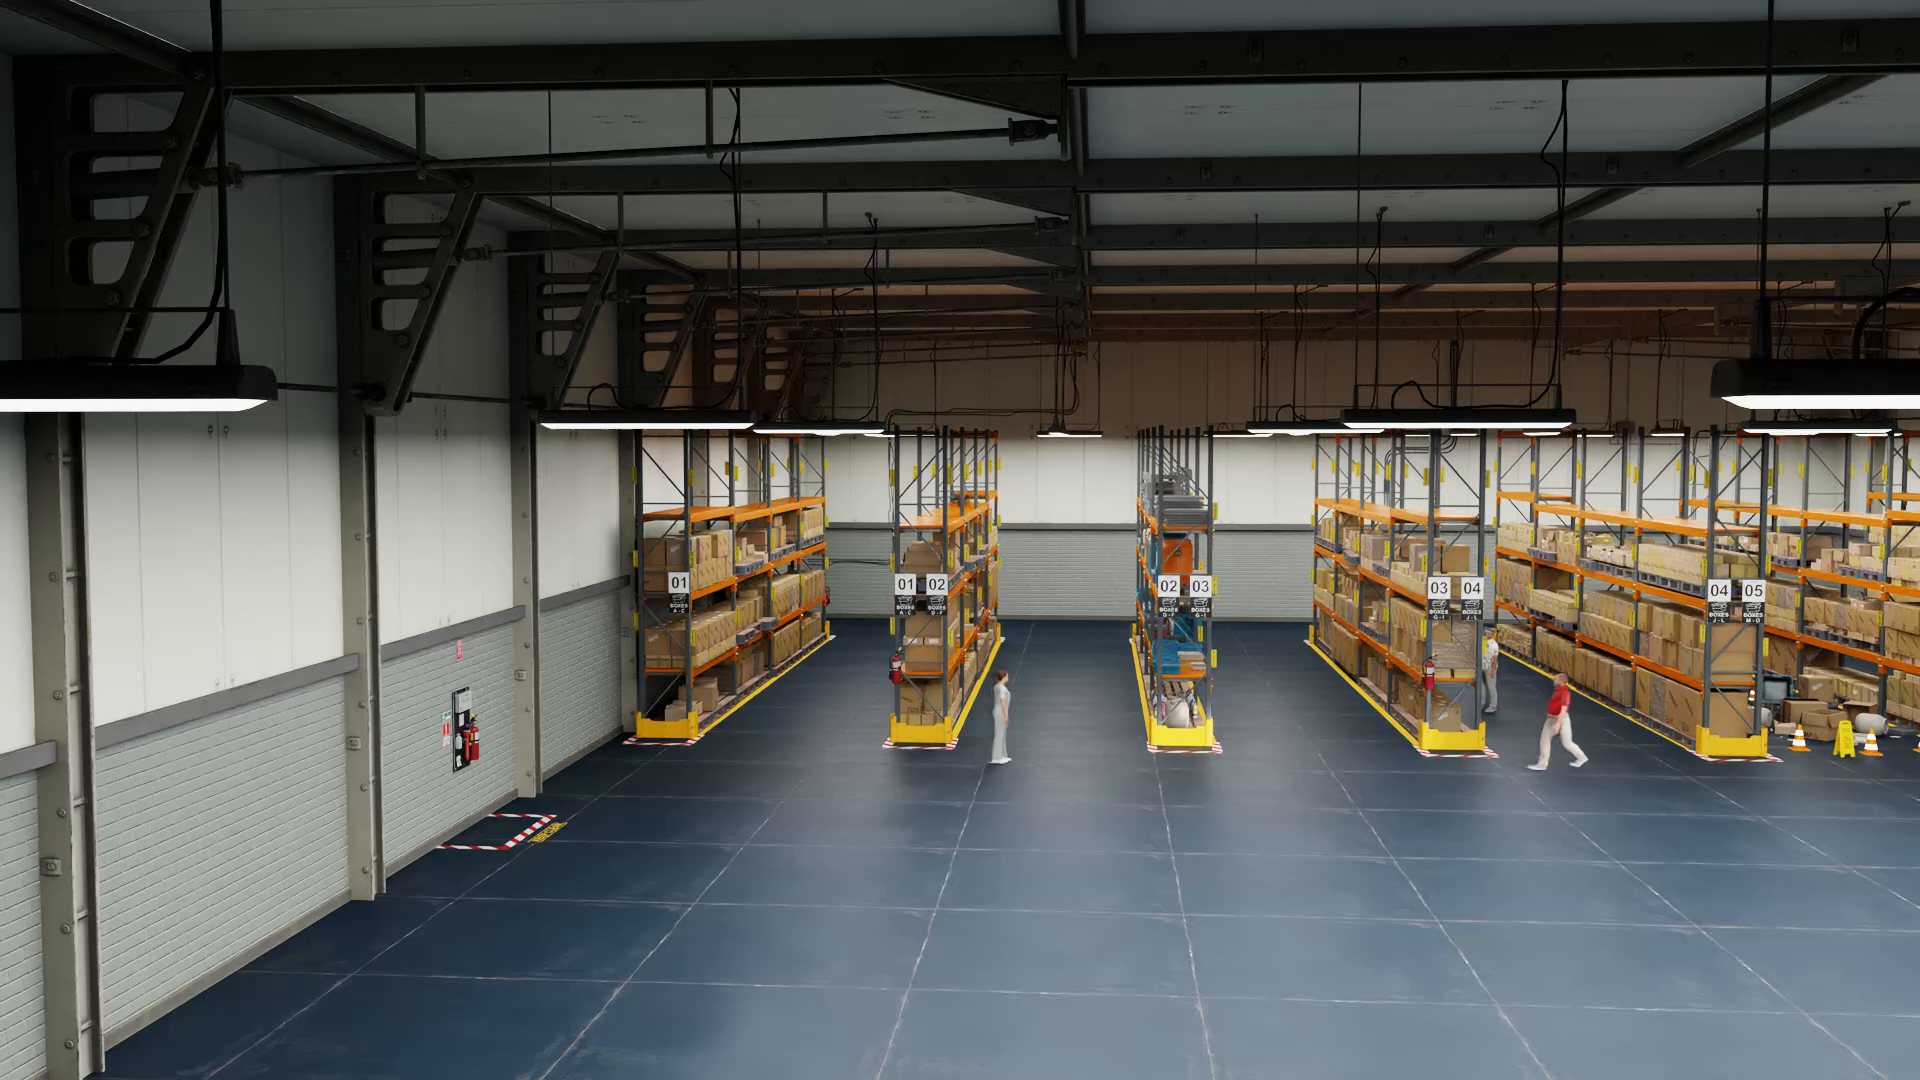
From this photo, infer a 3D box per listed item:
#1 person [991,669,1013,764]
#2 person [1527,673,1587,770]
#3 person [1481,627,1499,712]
[{"bbox_3d":[0.769,3.134,29.469,0.435,1.698,0.525,-1,3,-10],"label":"person"},{"bbox_3d":[10.370,3.146,28.753,0.998,1.690,0.515,-1,4,-23],"label":"person"},{"bbox_3d":[11.129,2.719,35.134,0.414,1.777,0.577,-2,4,-25],"label":"person"}]
